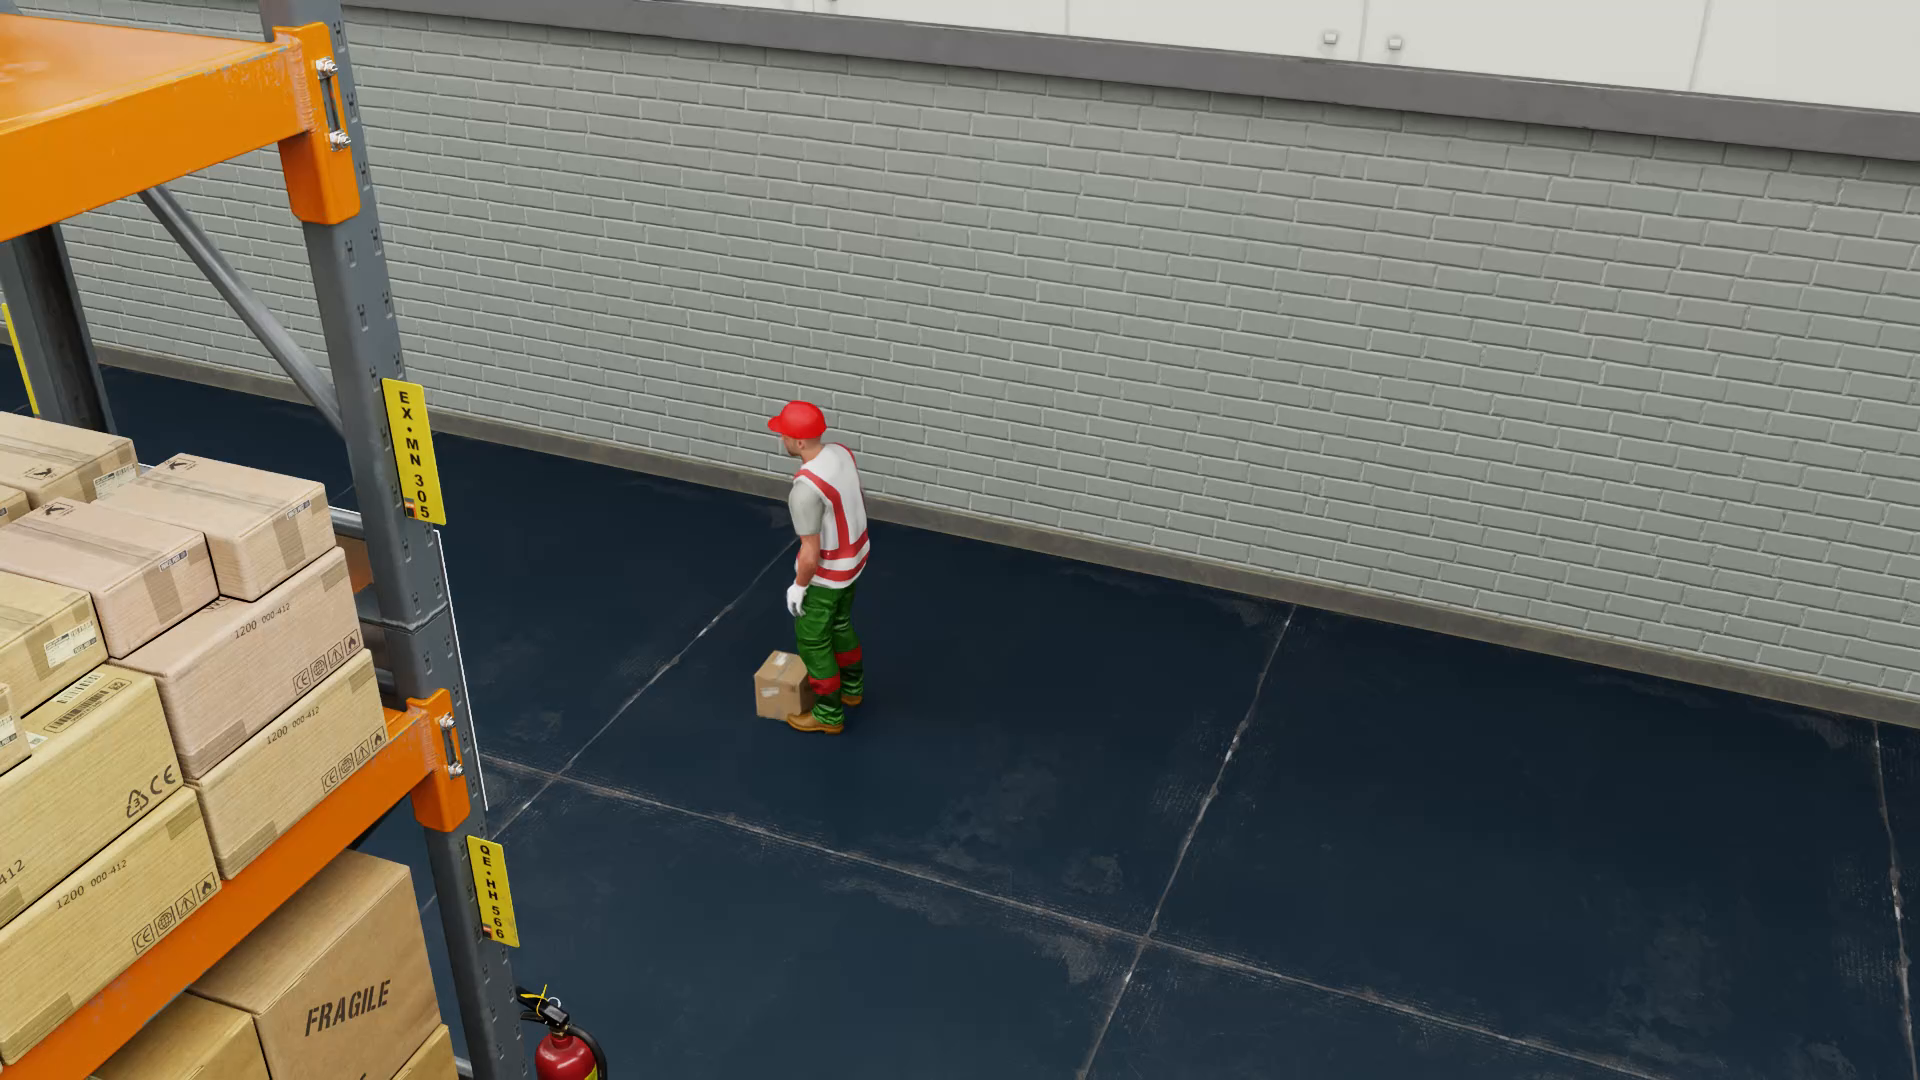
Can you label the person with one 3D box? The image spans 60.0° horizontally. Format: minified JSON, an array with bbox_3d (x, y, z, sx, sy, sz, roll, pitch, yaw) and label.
[{"bbox_3d":[-0.678,0.134,8.149,0.447,1.778,0.592,10,31,17],"label":"person"}]
